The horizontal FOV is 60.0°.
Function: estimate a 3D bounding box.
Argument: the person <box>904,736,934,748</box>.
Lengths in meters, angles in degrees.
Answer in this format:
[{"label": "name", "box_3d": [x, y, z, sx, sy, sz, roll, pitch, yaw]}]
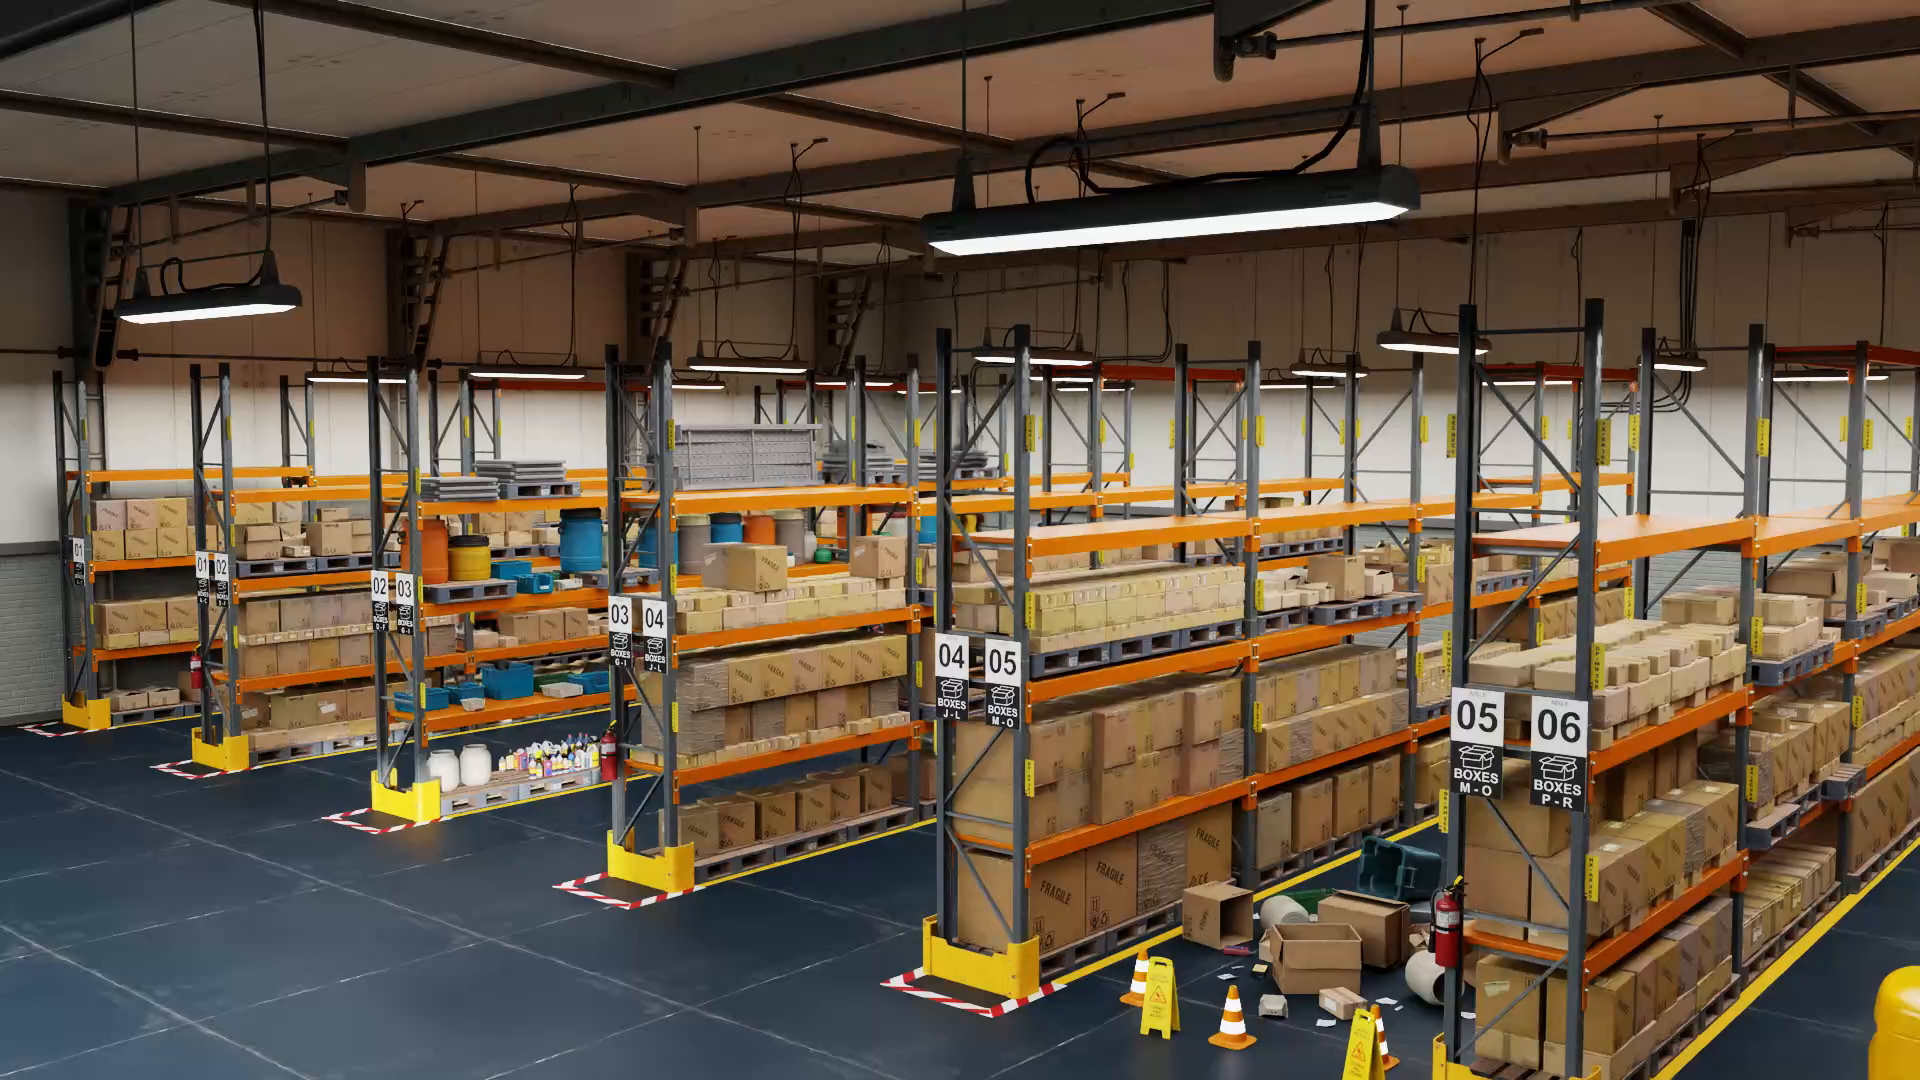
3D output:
[{"label": "person", "box_3d": [-0.615, 2.574, 24.613, 0.610, 1.624, 0.588, 3, 5, 40]}]

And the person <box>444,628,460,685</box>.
[{"label": "person", "box_3d": [-9.194, 2.164, 29.836, 0.641, 1.780, 1.037, 4, 5, 41]}]
